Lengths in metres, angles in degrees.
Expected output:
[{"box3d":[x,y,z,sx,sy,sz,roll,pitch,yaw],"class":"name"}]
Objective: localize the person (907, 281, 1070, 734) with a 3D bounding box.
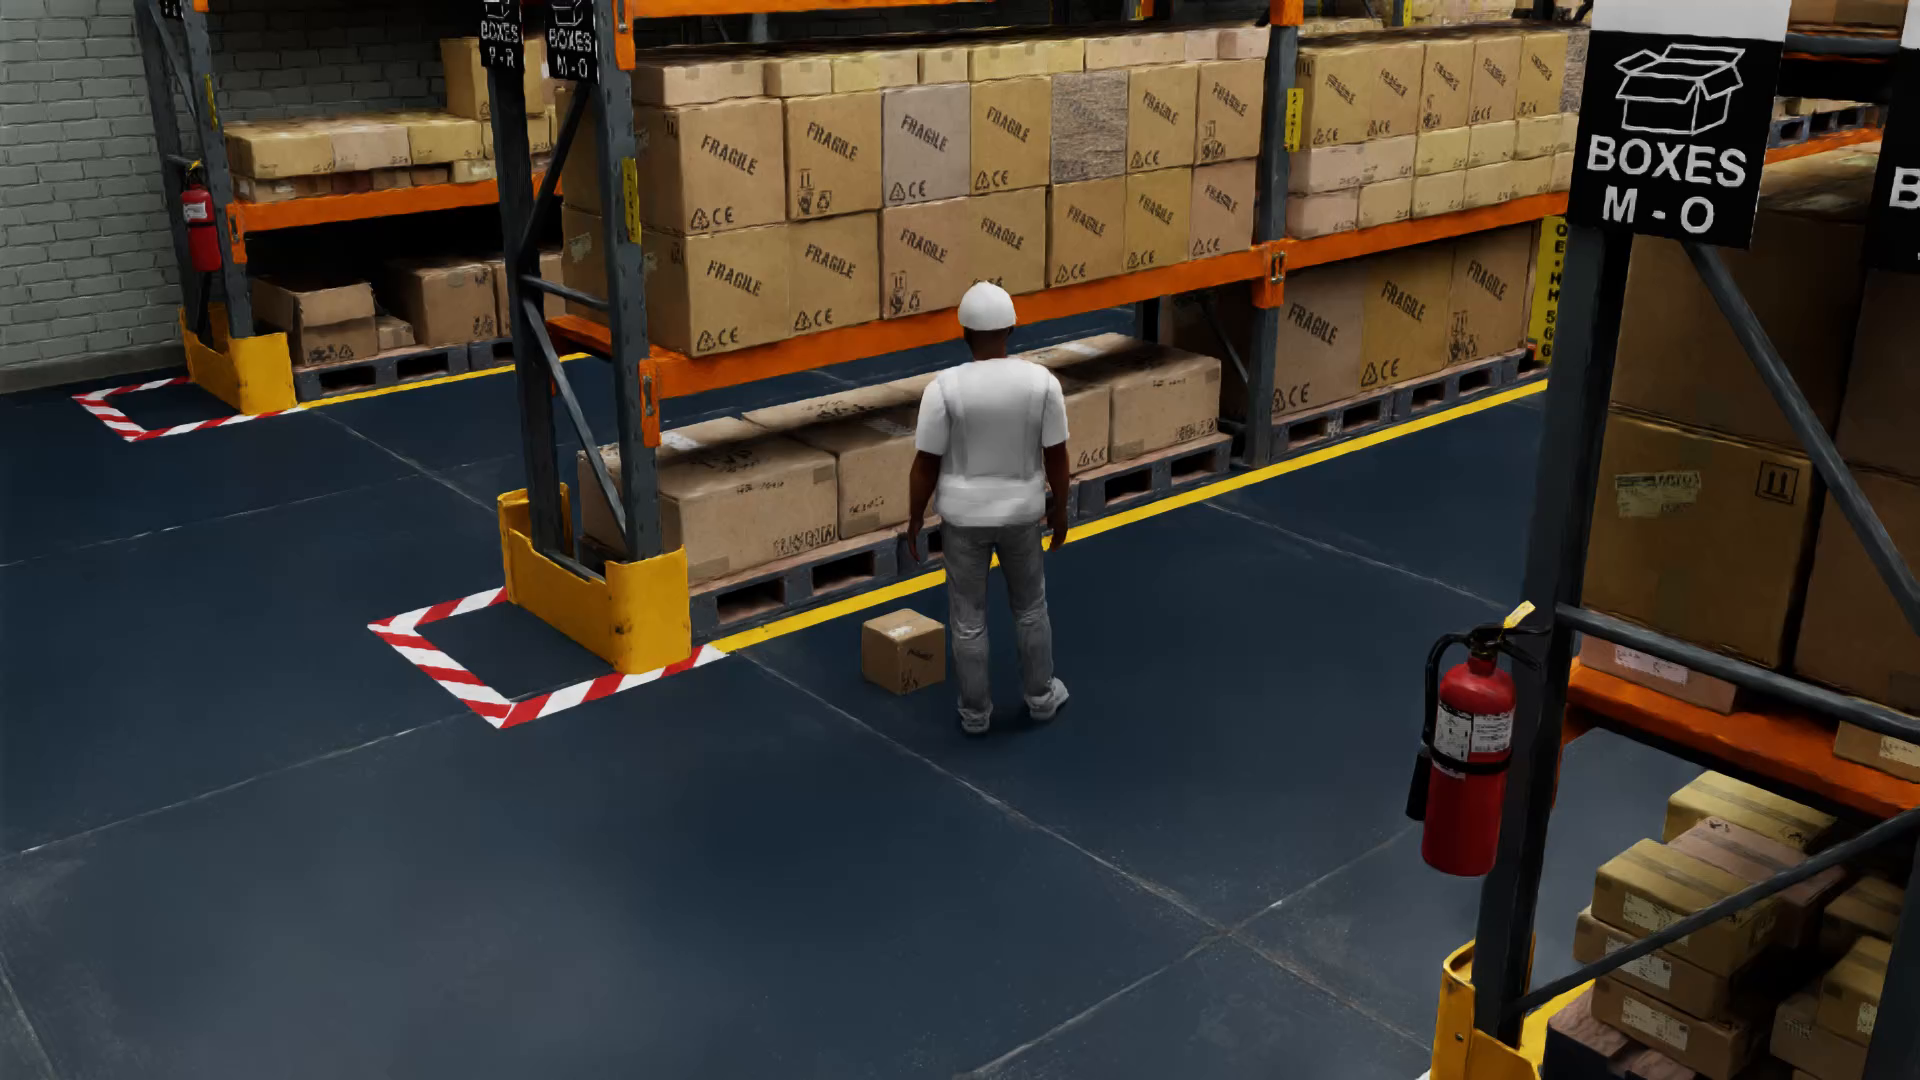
[{"box3d":[0.131,-0.111,6.315,0.683,1.773,0.421,-4,21,-11],"class":"person"}]
